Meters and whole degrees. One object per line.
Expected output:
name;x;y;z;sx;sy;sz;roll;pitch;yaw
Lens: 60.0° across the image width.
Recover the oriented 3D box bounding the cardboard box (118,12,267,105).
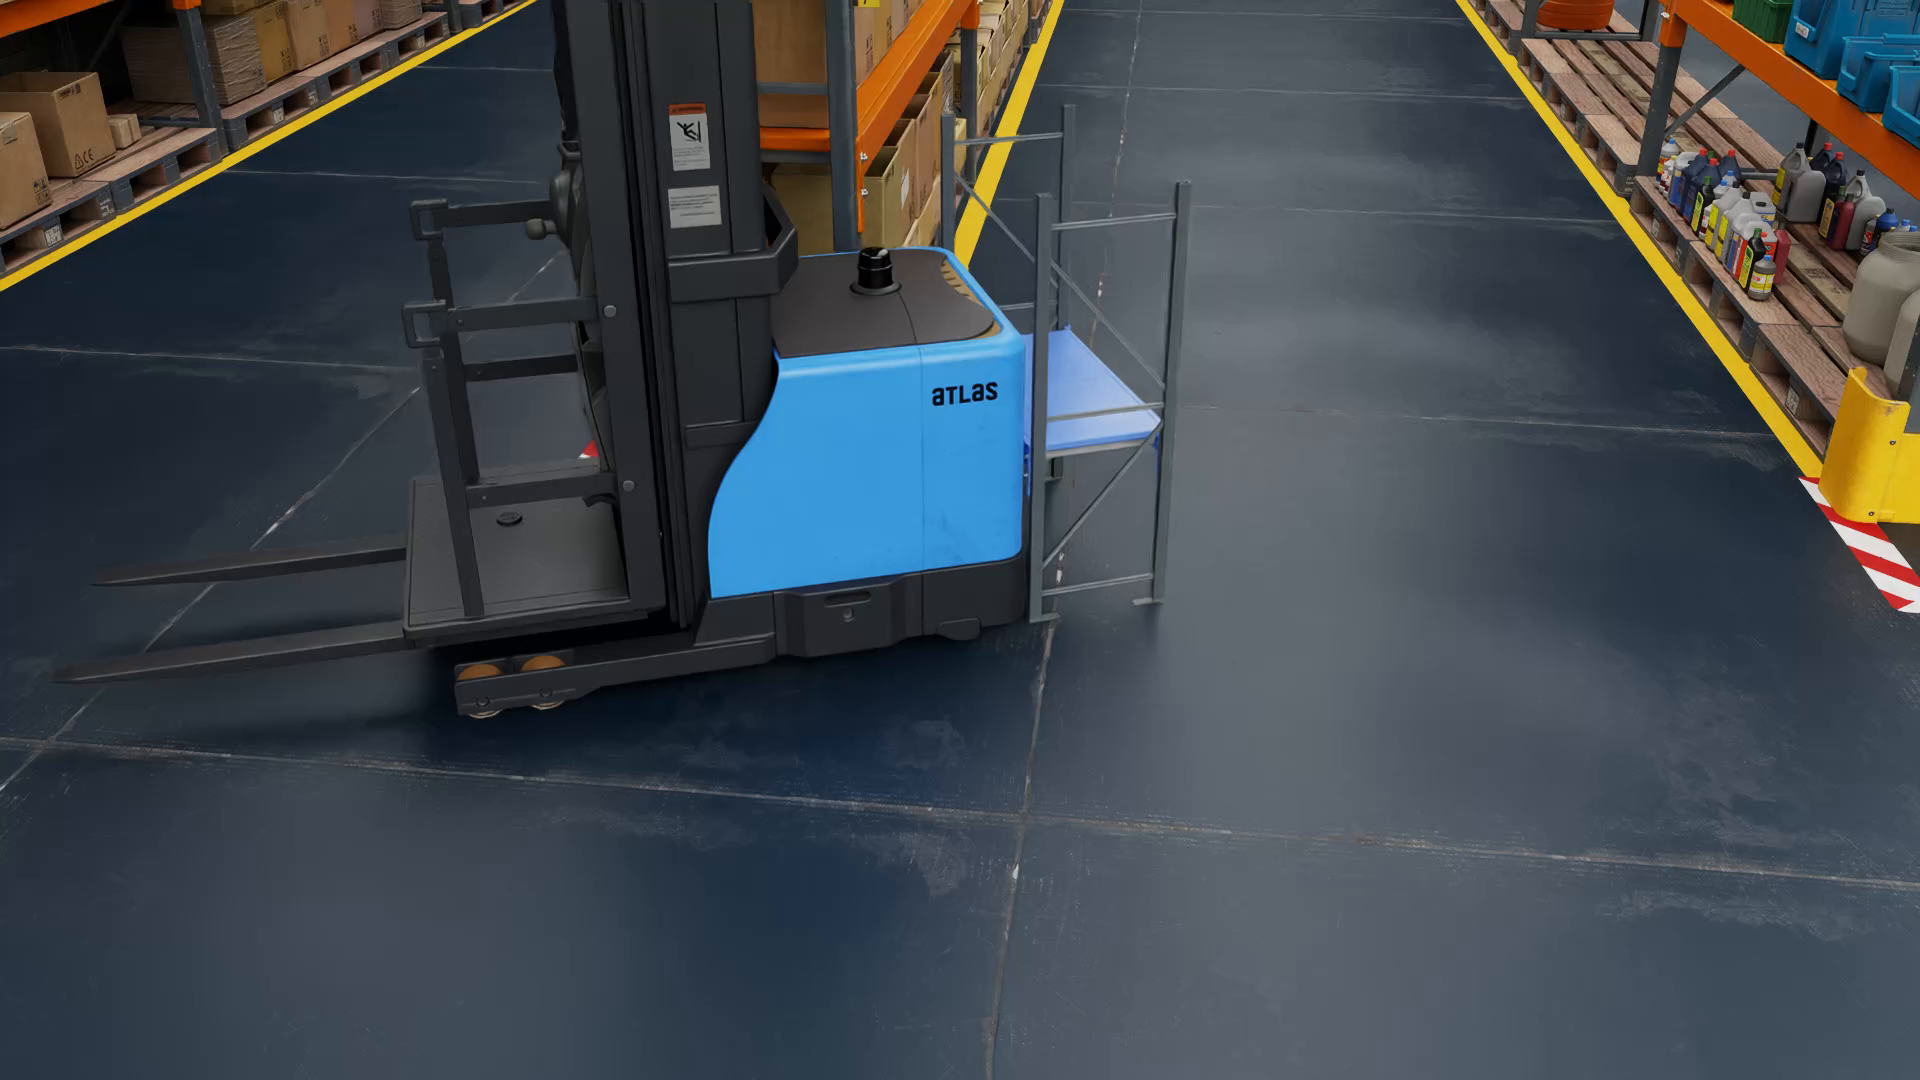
cardboard box;-5.243;-3.300;11.385;0.700;0.500;0.500;4;29;8

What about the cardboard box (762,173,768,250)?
cardboard box;-1.120;-1.265;7.101;0.500;0.500;0.500;3;28;6

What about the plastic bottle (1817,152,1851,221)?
plastic bottle;4.699;-1.901;8.945;0.144;0.351;0.185;2;28;4

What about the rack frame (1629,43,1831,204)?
rack frame;4.516;-3.284;9.183;1.000;3.000;0.127;3;28;6

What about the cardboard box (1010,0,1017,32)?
cardboard box;0.148;-3.934;12.255;0.500;0.311;0.500;3;28;6

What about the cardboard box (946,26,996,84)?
cardboard box;-0.036;-3.210;10.911;0.500;0.311;0.500;3;28;6

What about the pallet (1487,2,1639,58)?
pallet;5.061;-4.313;14.033;1.003;0.211;1.213;3;28;6

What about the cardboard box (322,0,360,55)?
cardboard box;-5.075;-4.023;12.726;0.700;0.500;0.500;3;28;6

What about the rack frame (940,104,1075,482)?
rack frame;0.173;-0.876;6.294;0.500;1.500;0.032;-8;29;-15

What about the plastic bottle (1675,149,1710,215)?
plastic bottle;4.005;-1.956;9.046;0.144;0.351;0.185;4;29;8

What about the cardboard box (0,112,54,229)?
cardboard box;-5.424;-2.001;8.974;0.700;0.500;0.500;2;28;3

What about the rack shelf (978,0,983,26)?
rack shelf;-0.155;-4.198;11.639;1.077;0.370;4.000;3;28;6

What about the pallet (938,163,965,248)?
pallet;-0.539;-1.974;9.692;1.003;0.211;1.213;3;28;6

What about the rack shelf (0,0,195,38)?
rack shelf;-5.562;-2.602;8.675;1.077;0.370;4.000;3;28;6

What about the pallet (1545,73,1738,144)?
pallet;4.720;-3.004;11.604;1.003;0.211;1.213;3;28;6

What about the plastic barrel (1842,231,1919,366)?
plastic barrel;4.092;-1.041;7.200;0.421;0.512;0.421;0;28;0

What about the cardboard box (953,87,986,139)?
cardboard box;-0.105;-2.723;10.599;0.500;0.250;0.500;3;28;5

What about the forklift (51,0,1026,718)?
forklift;-1.356;-1.010;5.035;3.031;2.935;1.130;-7;29;-13

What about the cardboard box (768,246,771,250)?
cardboard box;-1.068;-1.171;7.717;0.500;0.250;0.500;3;28;6

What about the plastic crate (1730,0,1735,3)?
plastic crate;4.325;-3.018;8.754;0.767;0.338;0.504;3;28;6

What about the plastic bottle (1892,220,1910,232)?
plastic bottle;4.611;-1.437;8.168;0.097;0.271;0.097;0;28;0

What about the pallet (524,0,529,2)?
pallet;-4.503;-5.454;16.152;1.003;0.211;1.213;3;28;6

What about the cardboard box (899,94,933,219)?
cardboard box;-0.417;-1.941;8.355;0.500;0.500;0.500;3;28;6

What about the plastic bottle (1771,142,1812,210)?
plastic bottle;4.580;-2.000;9.129;0.144;0.351;0.185;3;28;6

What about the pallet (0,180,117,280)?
pallet;-5.511;-1.738;9.253;1.003;0.211;1.213;3;28;6

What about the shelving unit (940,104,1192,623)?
shelving unit;0.323;-0.645;5.867;0.538;1.500;1.048;-8;29;-15

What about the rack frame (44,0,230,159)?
rack frame;-5.317;-3.860;10.252;1.000;3.000;0.127;3;28;6

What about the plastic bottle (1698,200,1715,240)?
plastic bottle;3.924;-1.669;8.672;0.097;0.201;0.097;0;28;0

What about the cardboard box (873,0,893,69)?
cardboard box;-0.694;-2.435;7.501;0.700;0.500;0.500;4;29;7

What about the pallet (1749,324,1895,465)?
pallet;4.093;-0.594;7.130;1.003;0.211;1.213;3;28;6

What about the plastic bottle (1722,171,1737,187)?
plastic bottle;4.107;-1.845;8.926;0.097;0.271;0.097;0;28;0

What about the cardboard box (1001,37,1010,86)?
cardboard box;0.083;-3.447;11.943;0.500;0.250;0.500;4;29;7

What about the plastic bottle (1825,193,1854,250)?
plastic bottle;4.530;-1.649;8.549;0.061;0.283;0.133;3;28;6

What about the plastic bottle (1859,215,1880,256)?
plastic bottle;4.648;-1.550;8.451;0.097;0.201;0.097;0;28;0

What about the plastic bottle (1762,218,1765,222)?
plastic bottle;4.032;-1.527;8.408;0.097;0.201;0.097;0;28;0

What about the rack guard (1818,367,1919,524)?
rack guard;3.988;-0.339;6.352;1.175;0.500;0.348;3;28;6

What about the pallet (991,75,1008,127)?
pallet;-0.201;-3.271;12.099;1.003;0.211;1.213;3;28;6

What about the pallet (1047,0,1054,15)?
pallet;0.371;-5.151;15.588;1.003;0.211;1.213;3;28;6

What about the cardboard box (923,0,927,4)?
cardboard box;-0.506;-3.160;8.847;0.700;0.500;0.500;3;28;6

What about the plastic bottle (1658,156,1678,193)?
plastic bottle;4.029;-2.073;9.422;0.097;0.201;0.097;0;28;0

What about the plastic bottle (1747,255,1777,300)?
plastic bottle;3.815;-1.253;7.899;0.097;0.201;0.097;0;28;0

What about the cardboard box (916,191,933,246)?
cardboard box;-0.418;-1.611;8.533;0.500;0.250;0.500;3;28;6

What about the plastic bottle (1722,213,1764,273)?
plastic bottle;3.890;-1.468;8.220;0.152;0.276;0.135;3;28;5

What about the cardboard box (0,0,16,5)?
cardboard box;-5.250;-2.853;8.521;0.500;0.250;0.500;4;29;7

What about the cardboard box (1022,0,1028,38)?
cardboard box;0.268;-4.169;13.282;0.500;0.250;0.500;4;29;7

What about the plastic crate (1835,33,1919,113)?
plastic crate;3.875;-1.894;6.760;0.499;0.251;0.408;3;28;6
